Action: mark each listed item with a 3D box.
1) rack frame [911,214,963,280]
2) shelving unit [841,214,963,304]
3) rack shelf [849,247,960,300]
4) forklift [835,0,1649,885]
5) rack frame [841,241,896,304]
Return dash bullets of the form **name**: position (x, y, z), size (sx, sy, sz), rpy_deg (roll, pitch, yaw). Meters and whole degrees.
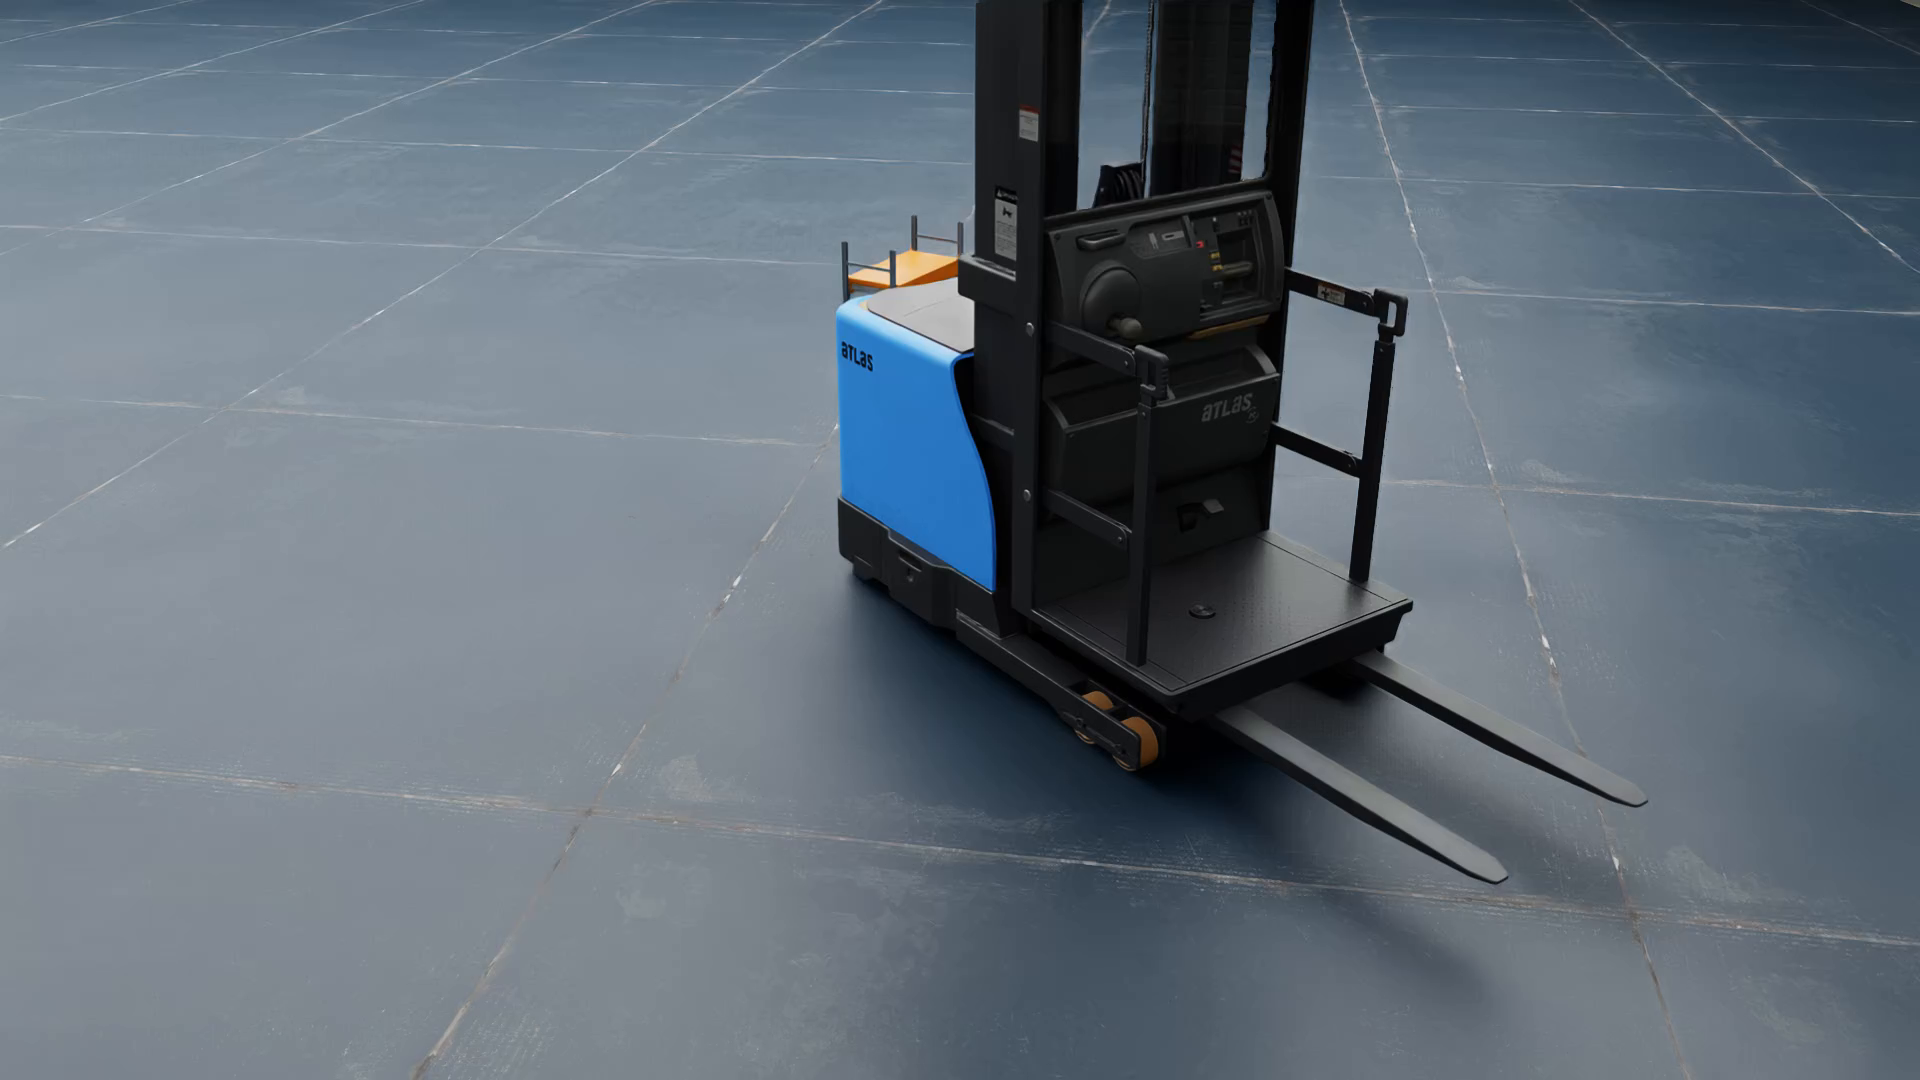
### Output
- **rack frame**: position (-0.092, -0.748, 6.932), size (0.240, 1.200, 0.015), rpy_deg (15, 29, 28)
- **shelving unit**: position (-0.220, -0.659, 6.744), size (0.258, 1.200, 0.503), rpy_deg (15, 29, 28)
- **rack shelf**: position (-0.220, -1.015, 6.577), size (0.258, 0.148, 0.480), rpy_deg (15, 29, 28)
- **forklift**: position (0.789, -0.839, 5.084), size (1.130, 2.935, 3.031), rpy_deg (-17, 30, -32)
- **rack frame**: position (-0.347, -0.571, 6.555), size (0.240, 1.200, 0.015), rpy_deg (15, 29, 28)
